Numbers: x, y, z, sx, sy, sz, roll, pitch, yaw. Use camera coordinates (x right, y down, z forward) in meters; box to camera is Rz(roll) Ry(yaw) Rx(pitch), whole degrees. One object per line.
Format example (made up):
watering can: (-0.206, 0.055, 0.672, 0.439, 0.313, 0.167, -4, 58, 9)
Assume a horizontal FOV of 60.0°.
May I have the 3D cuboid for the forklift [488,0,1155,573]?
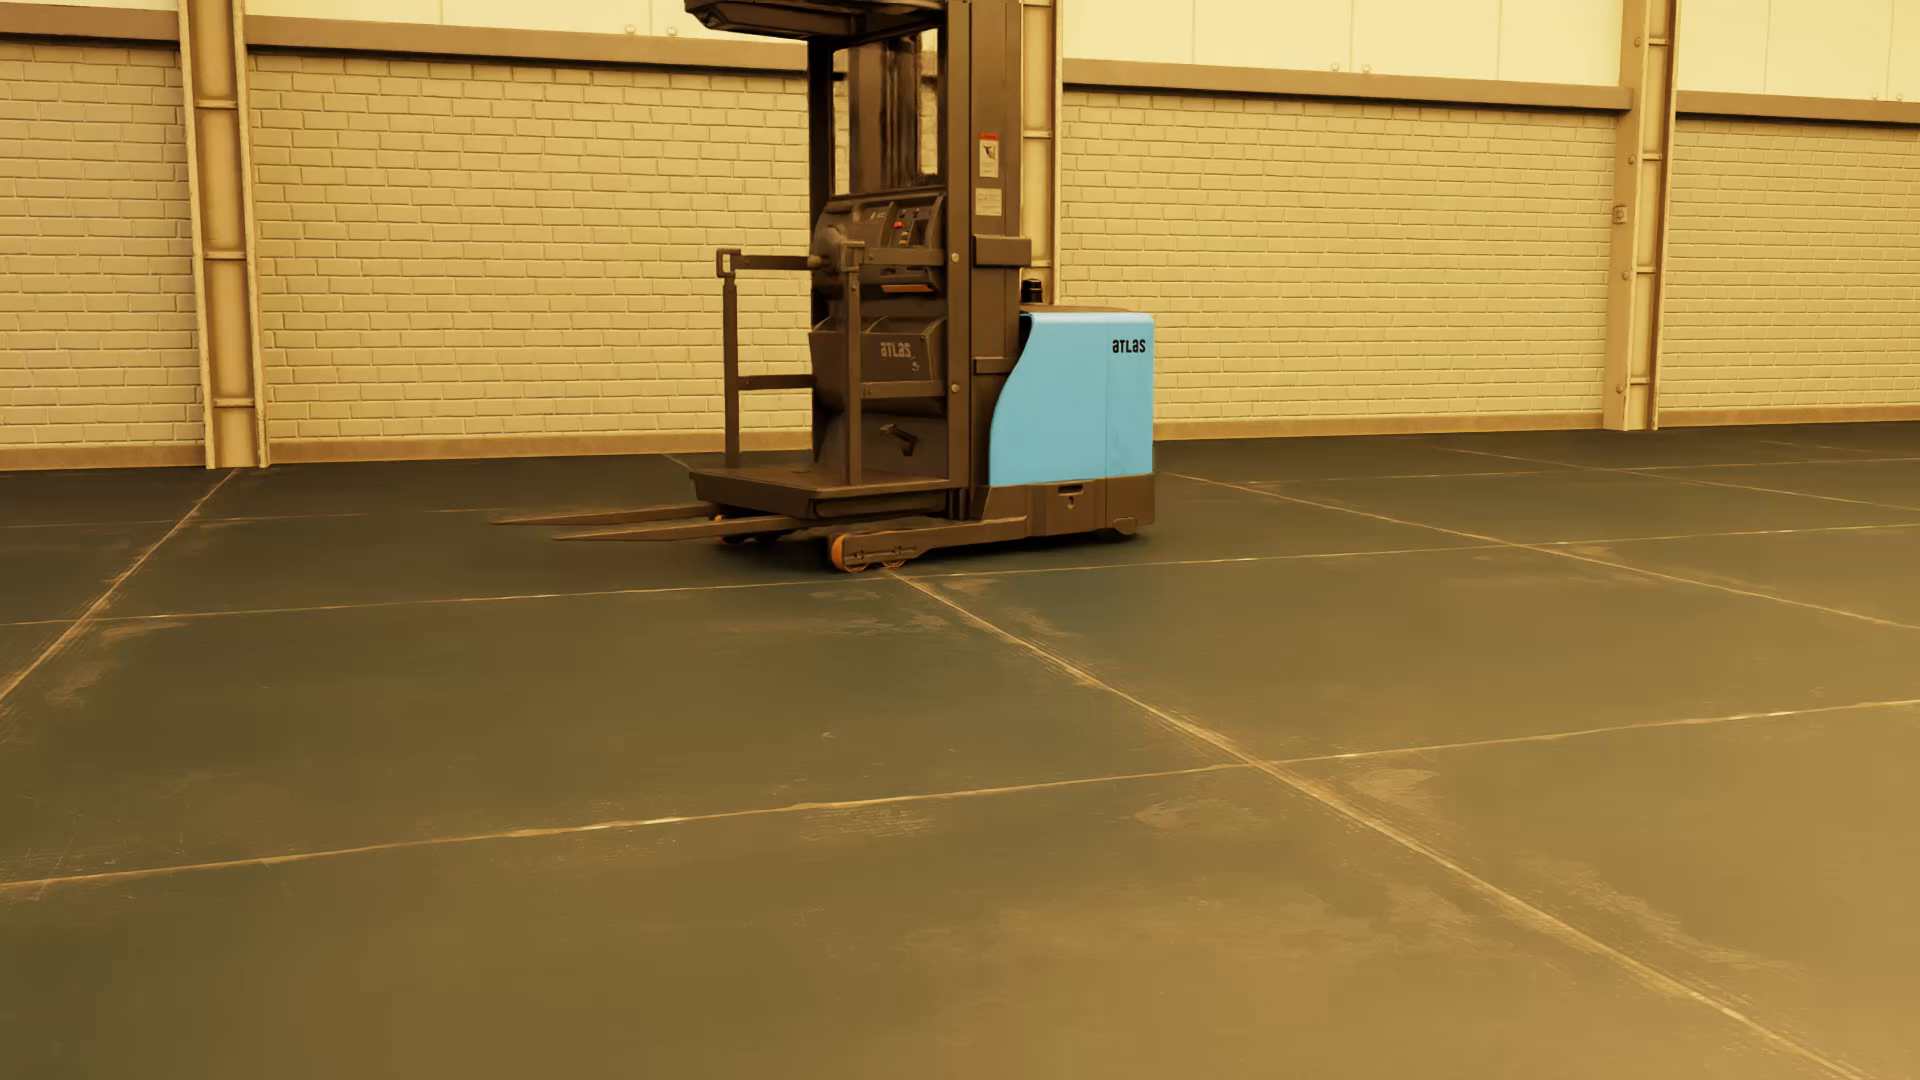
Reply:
forklift: (-0.538, -1.395, 7.308, 3.031, 2.935, 1.130, -6, 10, -38)
